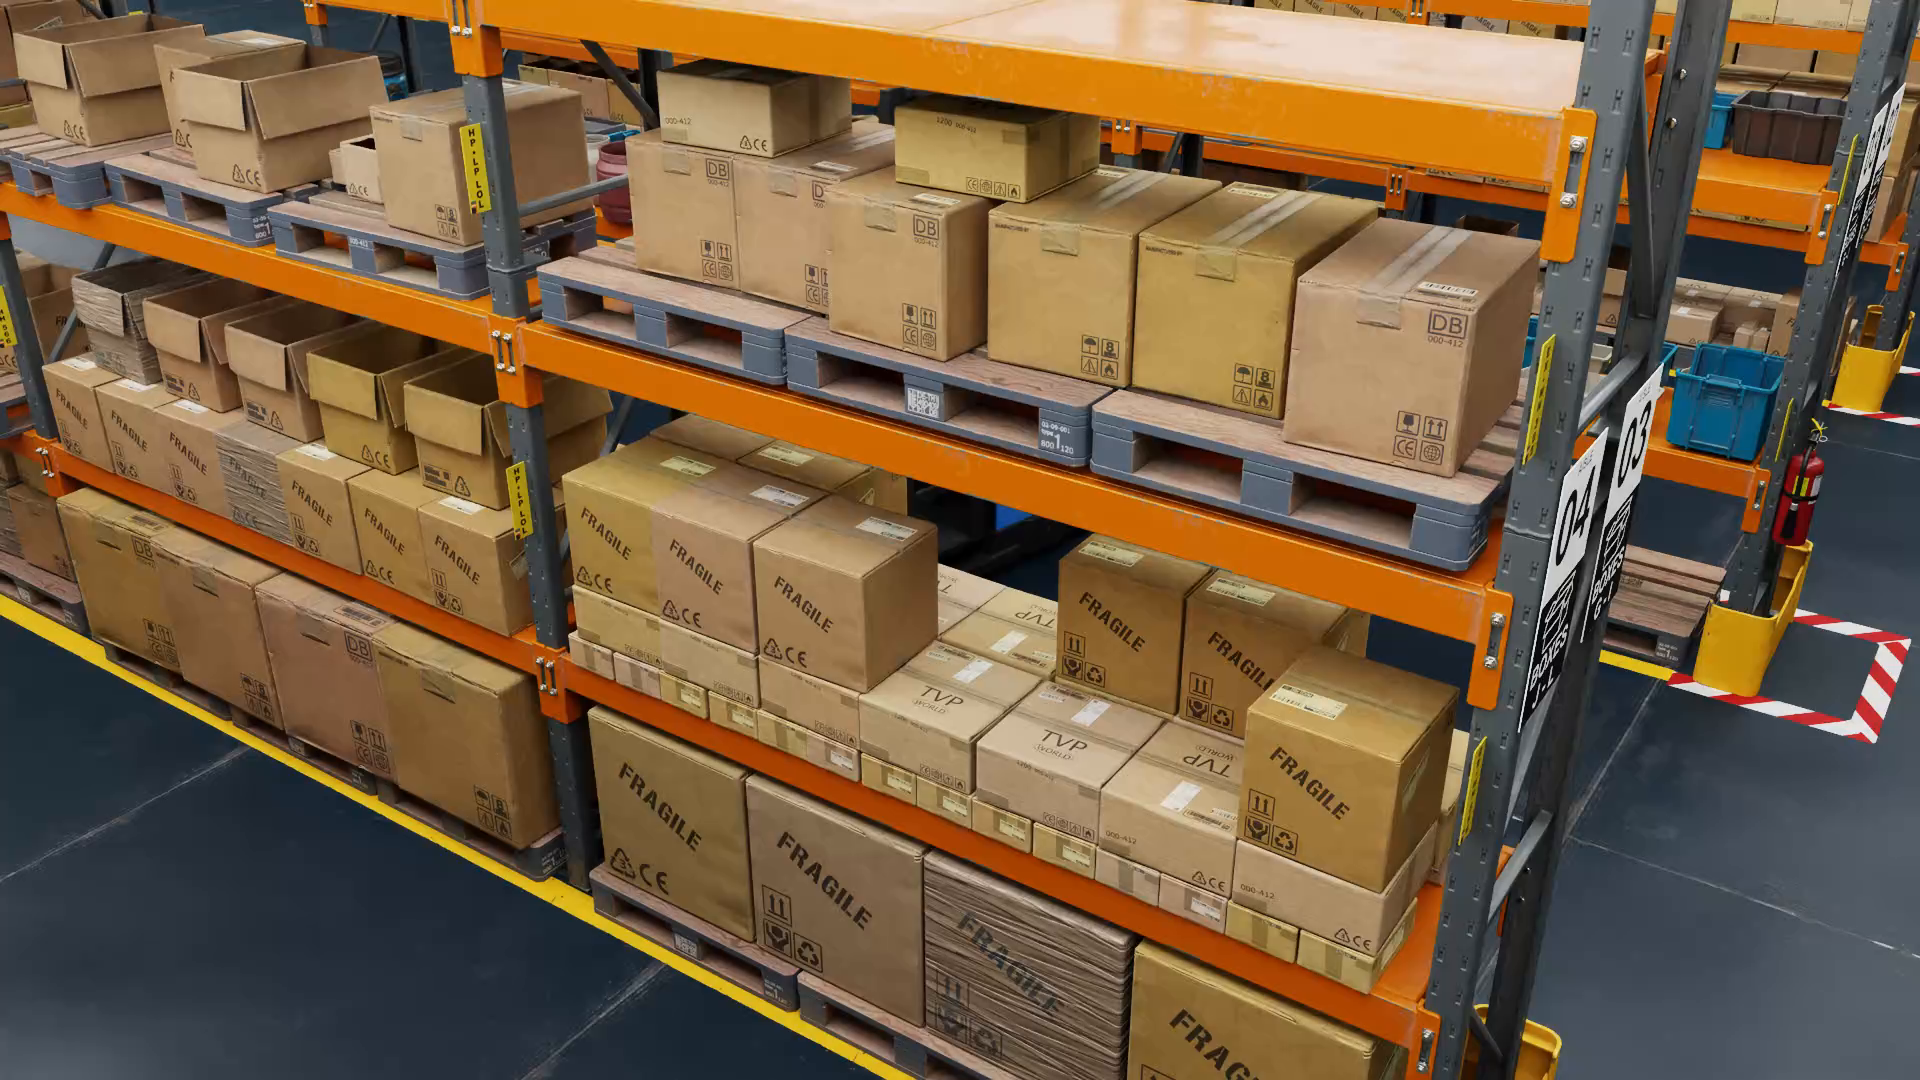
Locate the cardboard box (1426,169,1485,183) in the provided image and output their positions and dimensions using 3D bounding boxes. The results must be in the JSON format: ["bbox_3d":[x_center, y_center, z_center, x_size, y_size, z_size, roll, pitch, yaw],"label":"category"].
[{"bbox_3d":[4.368,-3.399,14.286,0.500,0.500,0.500,18,32,32],"label":"cardboard box"}]

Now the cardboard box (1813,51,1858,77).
[{"bbox_3d":[9.169,-4.857,16.930,0.700,0.700,0.980,17,32,30],"label":"cardboard box"}]

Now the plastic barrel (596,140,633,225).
[{"bbox_3d":[-2.556,-2.830,13.128,0.708,0.536,0.600,17,32,30],"label":"plastic barrel"}]

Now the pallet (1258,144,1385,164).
[{"bbox_3d":[3.506,-3.748,15.293,1.213,0.211,1.003,17,32,30],"label":"pallet"}]

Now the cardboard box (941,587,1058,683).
[{"bbox_3d":[0.268,0.459,6.653,0.500,0.250,0.500,17,31,29],"label":"cardboard box"}]

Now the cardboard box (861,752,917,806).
[{"bbox_3d":[-0.168,0.827,6.369,0.250,0.149,0.380,16,31,29],"label":"cardboard box"}]

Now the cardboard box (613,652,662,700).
[{"bbox_3d":[-1.237,0.495,7.022,0.250,0.149,0.380,16,31,29],"label":"cardboard box"}]

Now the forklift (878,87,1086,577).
[{"bbox_3d":[-0.451,-1.111,9.976,3.031,2.935,1.130,-23,35,-38],"label":"forklift"}]

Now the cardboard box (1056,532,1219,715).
[{"bbox_3d":[0.702,0.259,6.219,0.500,0.500,0.500,16,31,29],"label":"cardboard box"}]

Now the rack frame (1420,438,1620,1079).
[{"bbox_3d":[1.788,1.142,5.472,0.127,3.000,1.000,17,32,30],"label":"rack frame"}]

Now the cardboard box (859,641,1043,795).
[{"bbox_3d":[-0.031,0.658,6.261,0.500,0.250,0.500,17,32,30],"label":"cardboard box"}]

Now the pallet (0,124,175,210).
[{"bbox_3d":[-4.246,-2.019,8.586,1.003,0.211,1.213,19,33,33],"label":"pallet"}]

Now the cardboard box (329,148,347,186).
[{"bbox_3d":[-2.652,-1.735,7.634,0.250,0.149,0.380,16,31,28],"label":"cardboard box"}]

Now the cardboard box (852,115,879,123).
[{"bbox_3d":[-1.153,-4.596,18.699,0.500,0.311,0.500,17,32,30],"label":"cardboard box"}]

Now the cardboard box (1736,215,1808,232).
[{"bbox_3d":[6.447,-2.750,13.011,0.500,0.500,0.500,18,32,31],"label":"cardboard box"}]

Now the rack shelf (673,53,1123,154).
[{"bbox_3d":[-0.354,-3.266,11.621,4.000,0.370,1.077,17,32,30],"label":"rack shelf"}]

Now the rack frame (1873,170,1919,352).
[{"bbox_3d":[7.400,-2.560,12.748,0.127,3.000,1.000,17,32,30],"label":"rack frame"}]

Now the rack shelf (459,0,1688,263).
[{"bbox_3d":[0.139,-1.546,5.375,4.000,0.370,1.077,17,32,30],"label":"rack shelf"}]

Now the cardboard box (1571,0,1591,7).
[{"bbox_3d":[5.184,-4.381,13.184,0.500,0.250,0.500,17,32,30],"label":"cardboard box"}]

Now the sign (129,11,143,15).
[{"bbox_3d":[-4.485,-2.720,9.097,0.005,0.325,0.100,17,32,30],"label":"sign"}]

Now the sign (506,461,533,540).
[{"bbox_3d":[-1.809,-0.160,6.843,0.005,0.325,0.100,17,32,30],"label":"sign"}]

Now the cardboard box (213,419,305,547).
[{"bbox_3d":[-3.298,-0.339,8.273,0.500,0.500,0.500,17,32,30],"label":"cardboard box"}]

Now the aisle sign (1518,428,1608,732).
[{"bbox_3d":[1.677,0.114,4.626,0.004,0.787,0.394,17,32,30],"label":"aisle sign"}]

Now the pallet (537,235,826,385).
[{"bbox_3d":[-0.841,-0.968,6.410,1.213,0.211,1.003,17,32,30],"label":"pallet"}]

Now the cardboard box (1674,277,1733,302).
[{"bbox_3d":[6.288,-2.033,14.259,0.500,0.250,0.500,17,32,30],"label":"cardboard box"}]

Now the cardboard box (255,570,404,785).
[{"bbox_3d":[-2.785,0.489,8.636,0.875,0.875,1.225,16,31,29],"label":"cardboard box"}]

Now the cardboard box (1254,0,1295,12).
[{"bbox_3d":[3.862,-6.433,19.898,0.500,0.500,0.500,18,32,32],"label":"cardboard box"}]

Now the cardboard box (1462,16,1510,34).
[{"bbox_3d":[5.955,-5.778,18.611,0.500,0.500,0.500,18,32,31],"label":"cardboard box"}]

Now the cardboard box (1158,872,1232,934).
[{"bbox_3d":[0.885,1.155,5.725,0.250,0.149,0.380,17,32,30],"label":"cardboard box"}]

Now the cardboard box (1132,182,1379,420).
[{"bbox_3d":[0.933,-0.774,5.247,0.500,0.500,0.700,16,31,29],"label":"cardboard box"}]

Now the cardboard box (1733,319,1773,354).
[{"bbox_3d":[6.529,-1.679,13.655,0.250,0.166,0.380,17,32,30],"label":"cardboard box"}]

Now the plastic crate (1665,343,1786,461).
[{"bbox_3d":[4.210,-0.768,9.121,0.499,0.435,0.616,17,32,30],"label":"plastic crate"}]

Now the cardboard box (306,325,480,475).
[{"bbox_3d":[-2.600,-0.718,7.912,0.637,0.503,0.797,18,32,31],"label":"cardboard box"}]

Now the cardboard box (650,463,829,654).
[{"bbox_3d":[-0.858,0.063,6.604,0.500,0.500,0.500,17,32,30],"label":"cardboard box"}]

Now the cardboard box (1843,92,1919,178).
[{"bbox_3d":[6.877,-3.062,12.521,0.500,0.500,0.500,17,32,30],"label":"cardboard box"}]

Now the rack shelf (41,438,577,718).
[{"bbox_3d":[-3.158,-0.078,8.663,4.000,0.370,1.077,17,32,30],"label":"rack shelf"}]

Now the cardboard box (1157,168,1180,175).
[{"bbox_3d":[2.136,-3.411,16.691,0.500,0.500,0.500,16,31,29],"label":"cardboard box"}]

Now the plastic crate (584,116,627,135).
[{"bbox_3d":[-3.161,-3.322,14.173,0.583,0.464,0.402,17,32,30],"label":"plastic crate"}]

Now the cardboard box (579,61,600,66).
[{"bbox_3d":[-4.346,-5.687,20.634,0.500,0.500,0.500,17,32,30],"label":"cardboard box"}]

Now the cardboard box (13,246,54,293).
[{"bbox_3d":[-5.791,-1.373,9.842,0.500,0.500,0.700,23,35,37],"label":"cardboard box"}]

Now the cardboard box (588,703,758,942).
[{"bbox_3d":[-1.011,1.074,7.486,0.875,0.875,0.875,17,32,30],"label":"cardboard box"}]

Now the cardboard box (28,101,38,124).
[{"bbox_3d":[-5.050,-2.398,9.287,0.500,0.250,0.500,18,32,31],"label":"cardboard box"}]

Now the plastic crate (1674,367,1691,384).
[{"bbox_3d":[4.357,-0.919,9.746,0.298,0.136,0.250,17,32,30],"label":"plastic crate"}]

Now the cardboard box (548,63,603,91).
[{"bbox_3d":[-4.640,-5.493,20.252,0.500,0.500,0.500,17,32,30],"label":"cardboard box"}]

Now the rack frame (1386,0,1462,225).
[{"bbox_3d":[4.102,-3.588,14.766,0.127,3.000,1.000,17,32,30],"label":"rack frame"}]

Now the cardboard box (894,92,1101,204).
[{"bbox_3d":[0.128,-1.328,5.508,0.500,0.250,0.500,16,31,29],"label":"cardboard box"}]

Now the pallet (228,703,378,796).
[{"bbox_3d":[-3.198,0.875,9.072,1.213,0.211,1.003,17,32,30],"label":"pallet"}]

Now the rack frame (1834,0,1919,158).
[{"bbox_3d":[4.592,-3.383,7.750,0.127,3.000,1.000,17,32,30],"label":"rack frame"}]

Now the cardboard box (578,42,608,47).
[{"bbox_3d":[-4.134,-6.192,19.775,0.500,0.500,0.700,18,32,32],"label":"cardboard box"}]

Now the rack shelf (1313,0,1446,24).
[{"bbox_3d":[2.454,-5.117,15.258,4.000,0.370,1.077,17,32,30],"label":"rack shelf"}]
